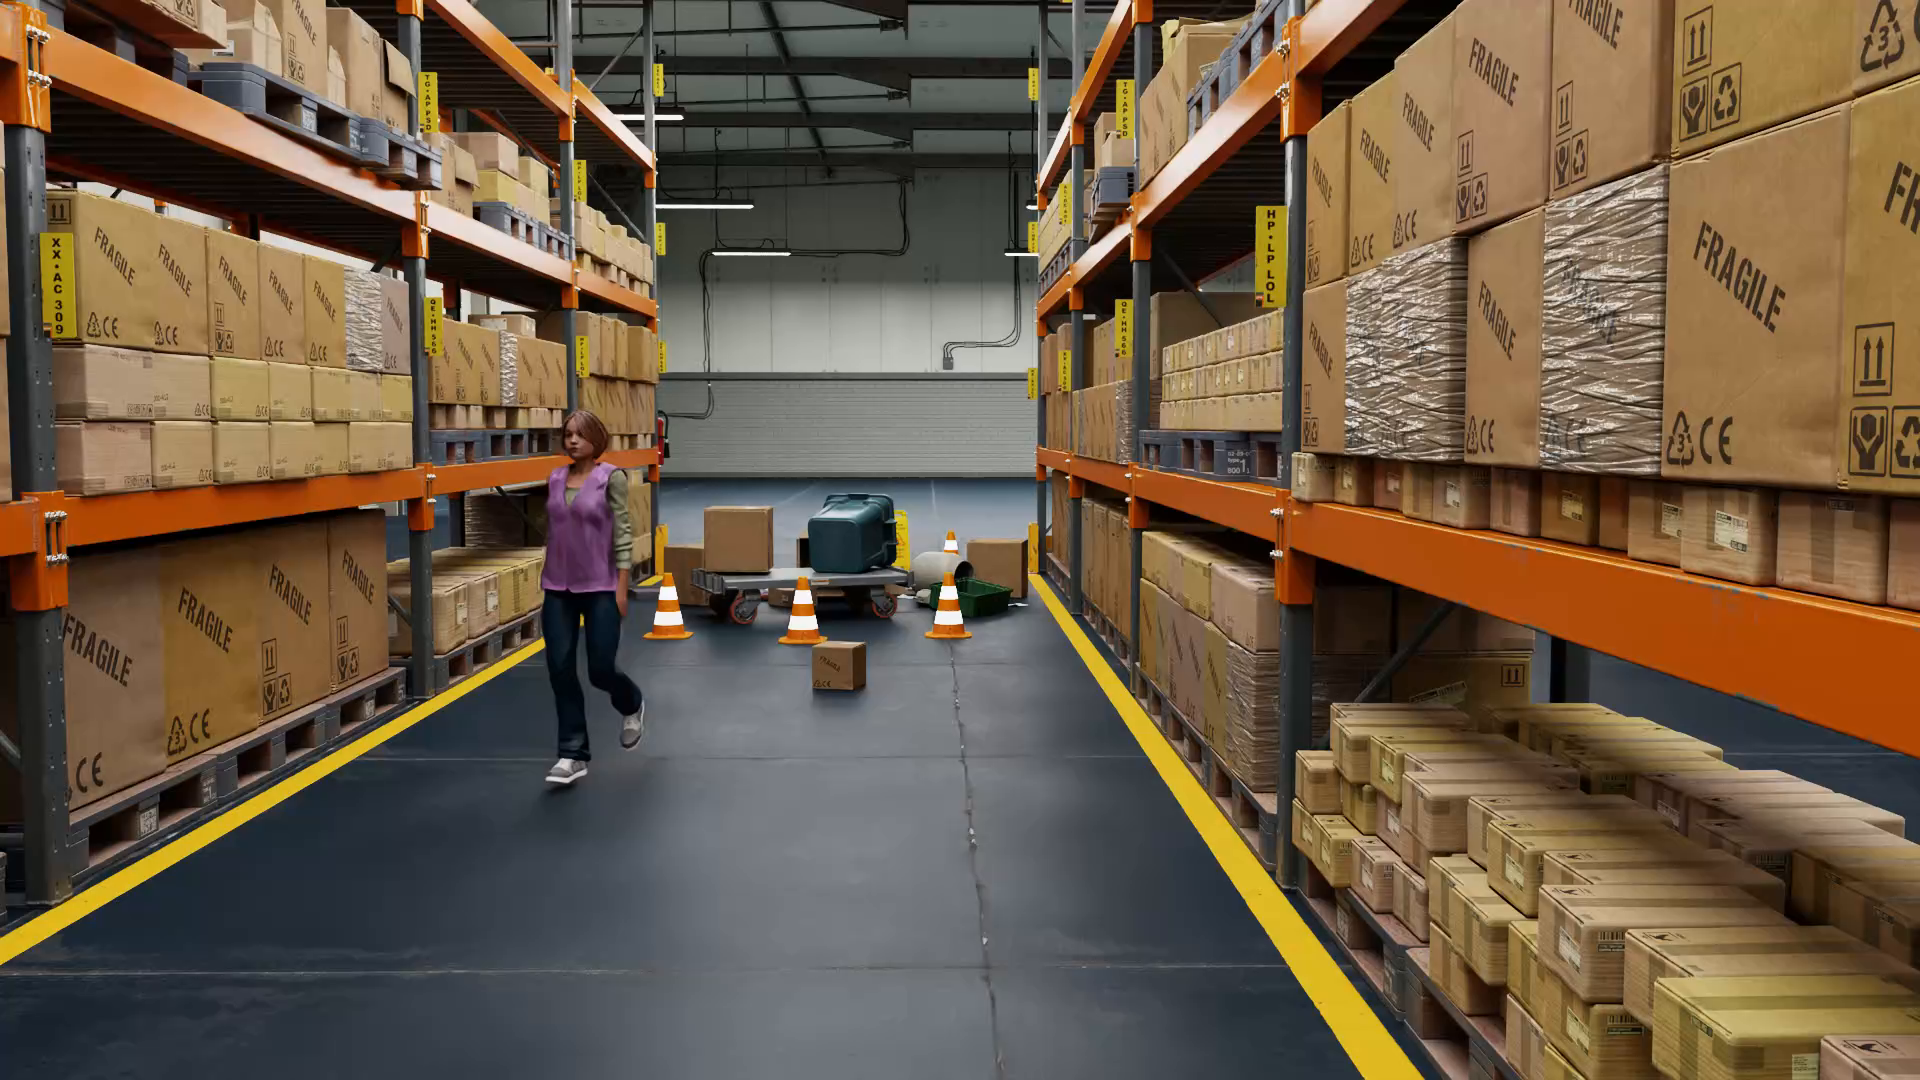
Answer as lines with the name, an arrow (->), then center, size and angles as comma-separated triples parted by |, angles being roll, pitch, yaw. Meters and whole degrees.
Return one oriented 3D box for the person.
person -> -1.593, 0.227, 7.189 | 0.413, 1.582, 0.606 | 1, 4, 13
